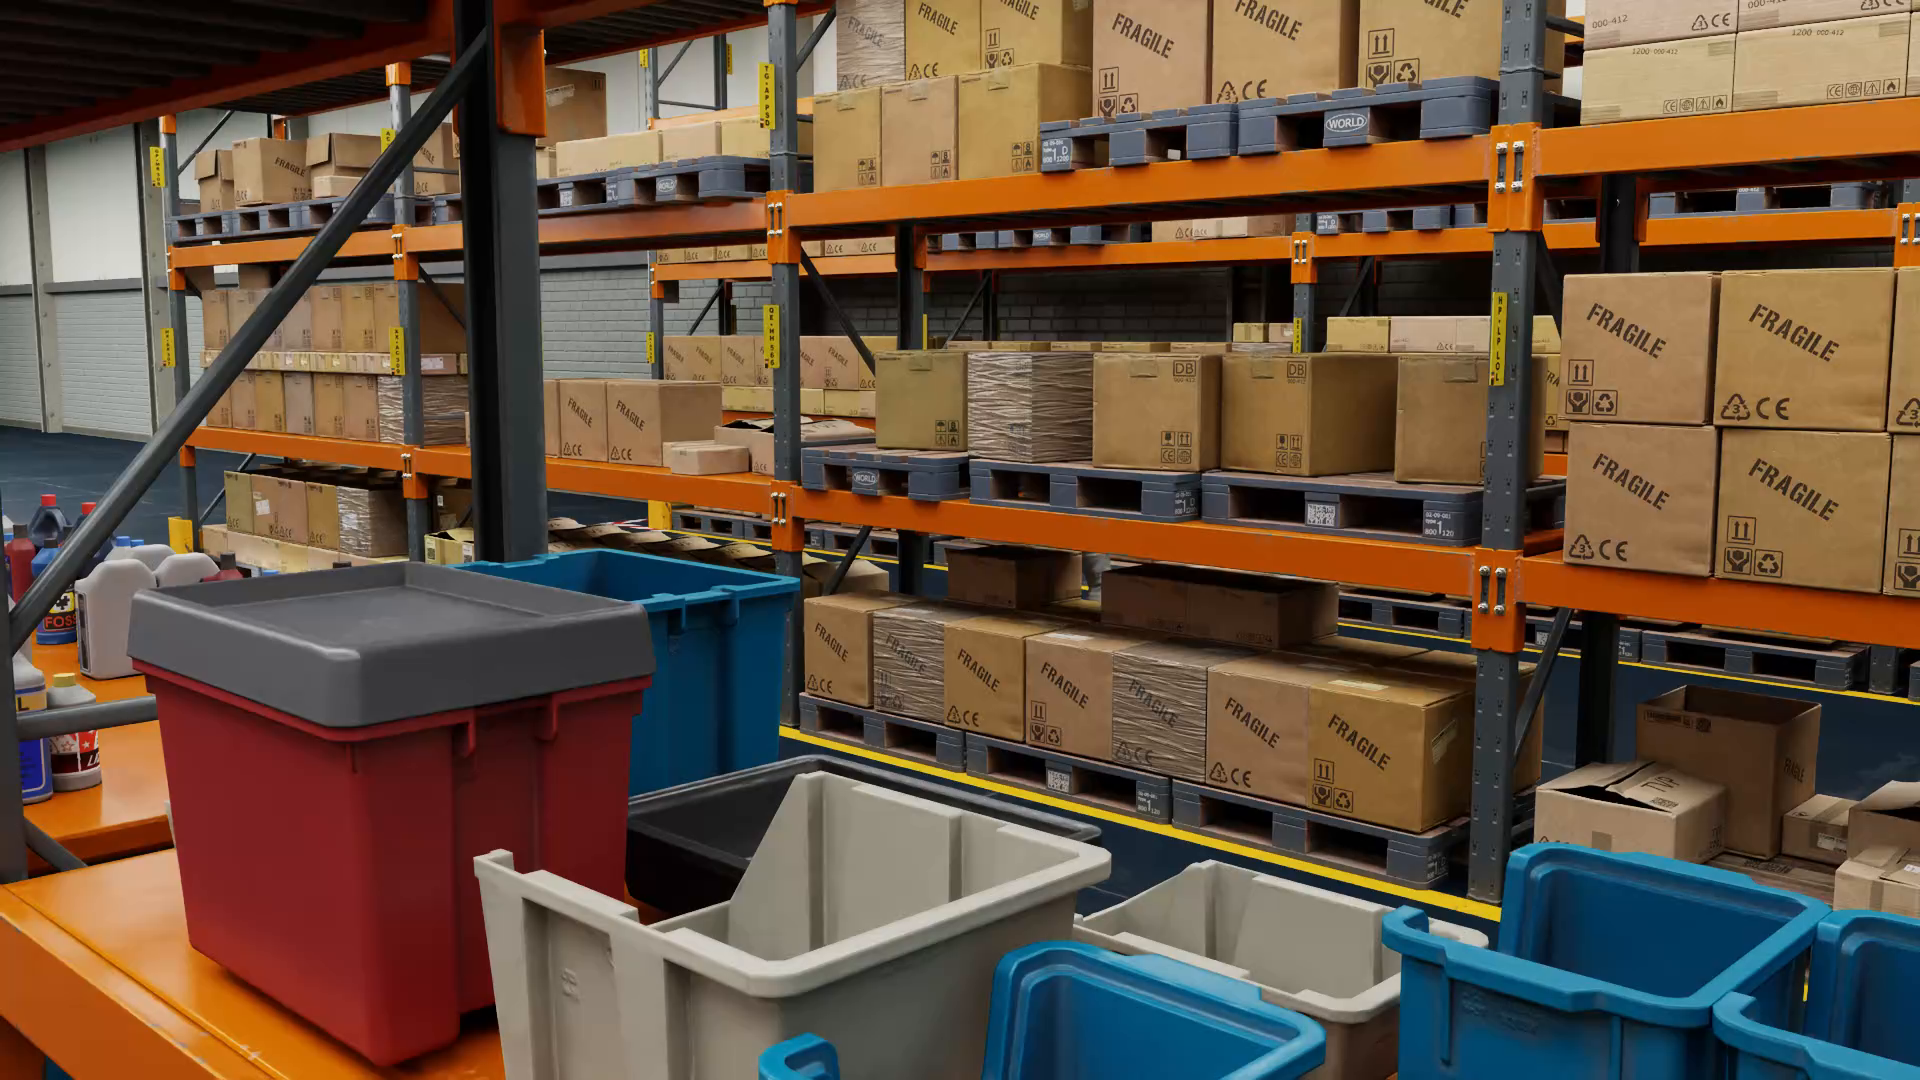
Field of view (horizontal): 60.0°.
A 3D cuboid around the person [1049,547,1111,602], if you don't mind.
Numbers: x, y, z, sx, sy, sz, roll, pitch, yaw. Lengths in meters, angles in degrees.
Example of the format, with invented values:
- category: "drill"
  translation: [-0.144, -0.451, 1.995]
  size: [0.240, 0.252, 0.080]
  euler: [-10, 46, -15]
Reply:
- category: "person"
  translation: [0.787, -0.064, 10.741]
  size: [0.563, 1.667, 0.463]
  euler: [6, 9, 41]
